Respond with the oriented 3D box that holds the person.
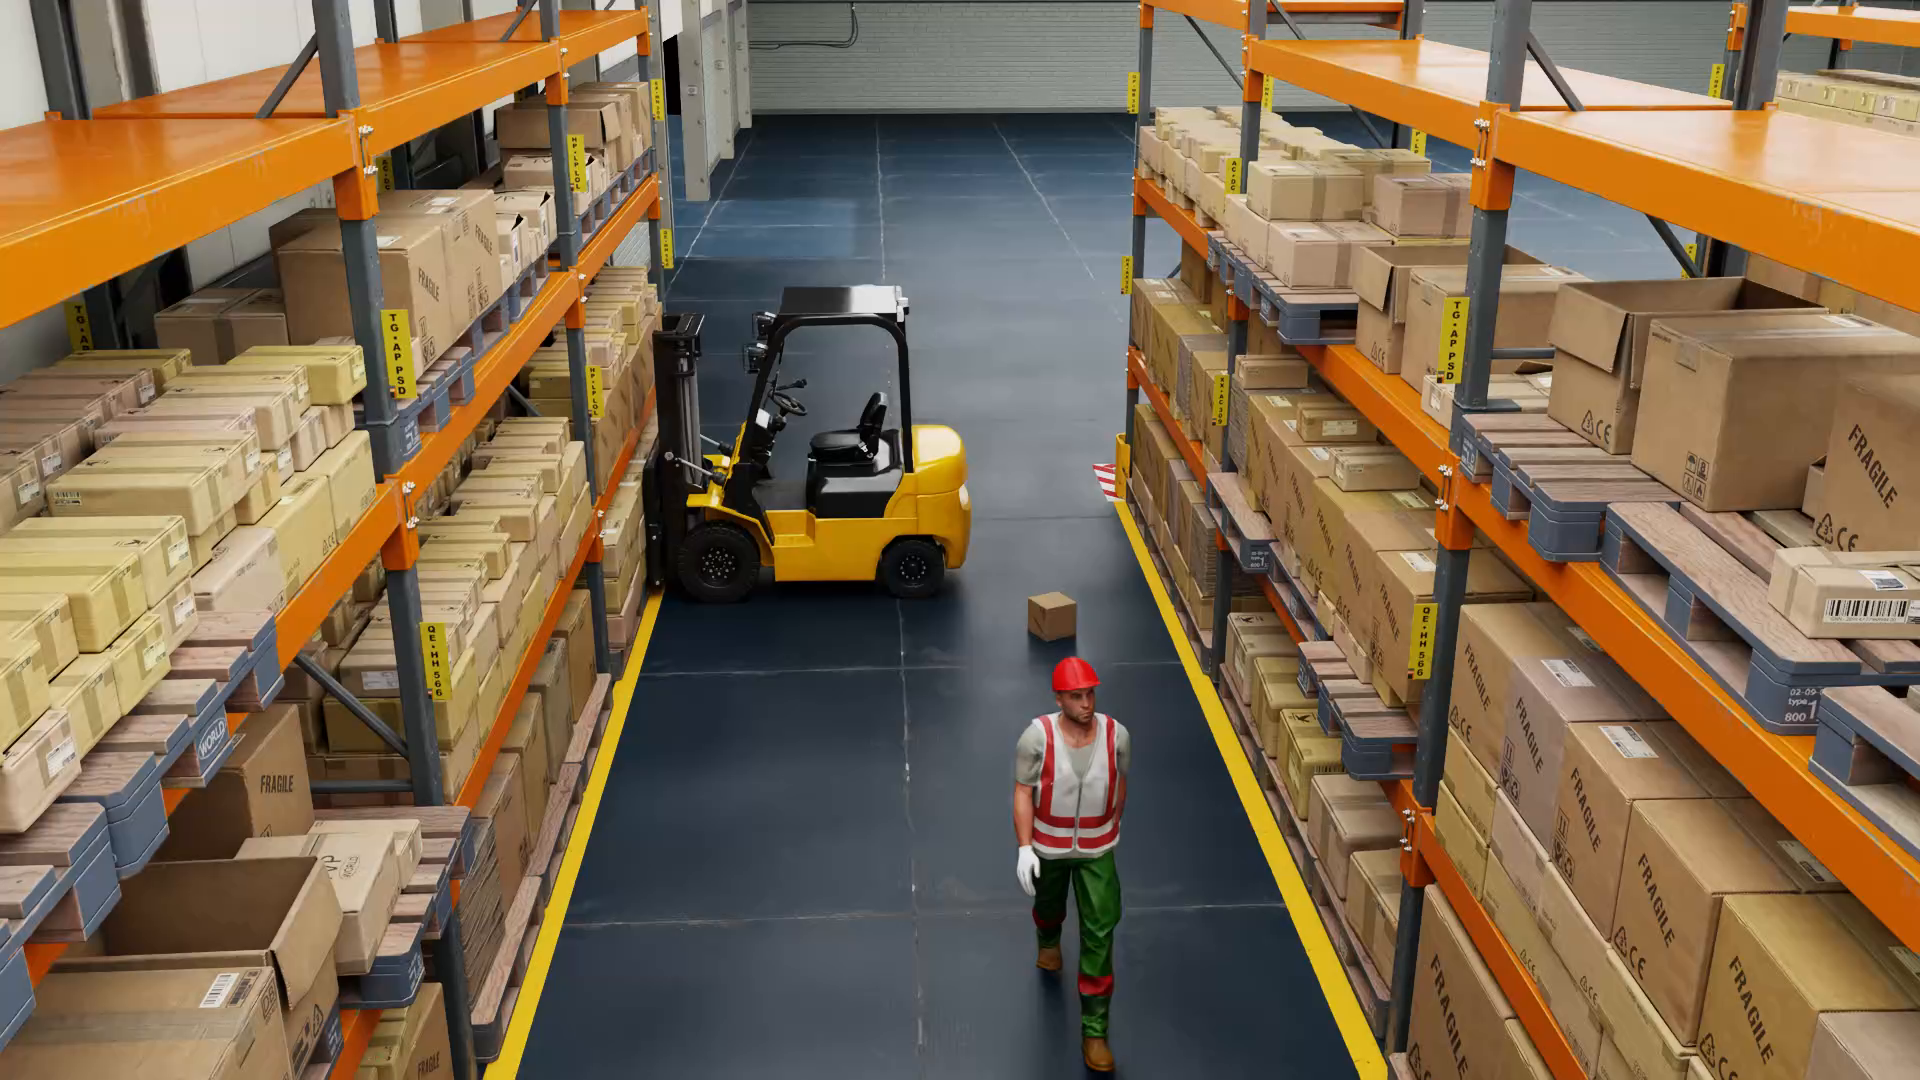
[{"bbox_3d":[0.495,1.361,7.343,0.527,1.740,1.045,0,20,-1],"label":"person"}]
